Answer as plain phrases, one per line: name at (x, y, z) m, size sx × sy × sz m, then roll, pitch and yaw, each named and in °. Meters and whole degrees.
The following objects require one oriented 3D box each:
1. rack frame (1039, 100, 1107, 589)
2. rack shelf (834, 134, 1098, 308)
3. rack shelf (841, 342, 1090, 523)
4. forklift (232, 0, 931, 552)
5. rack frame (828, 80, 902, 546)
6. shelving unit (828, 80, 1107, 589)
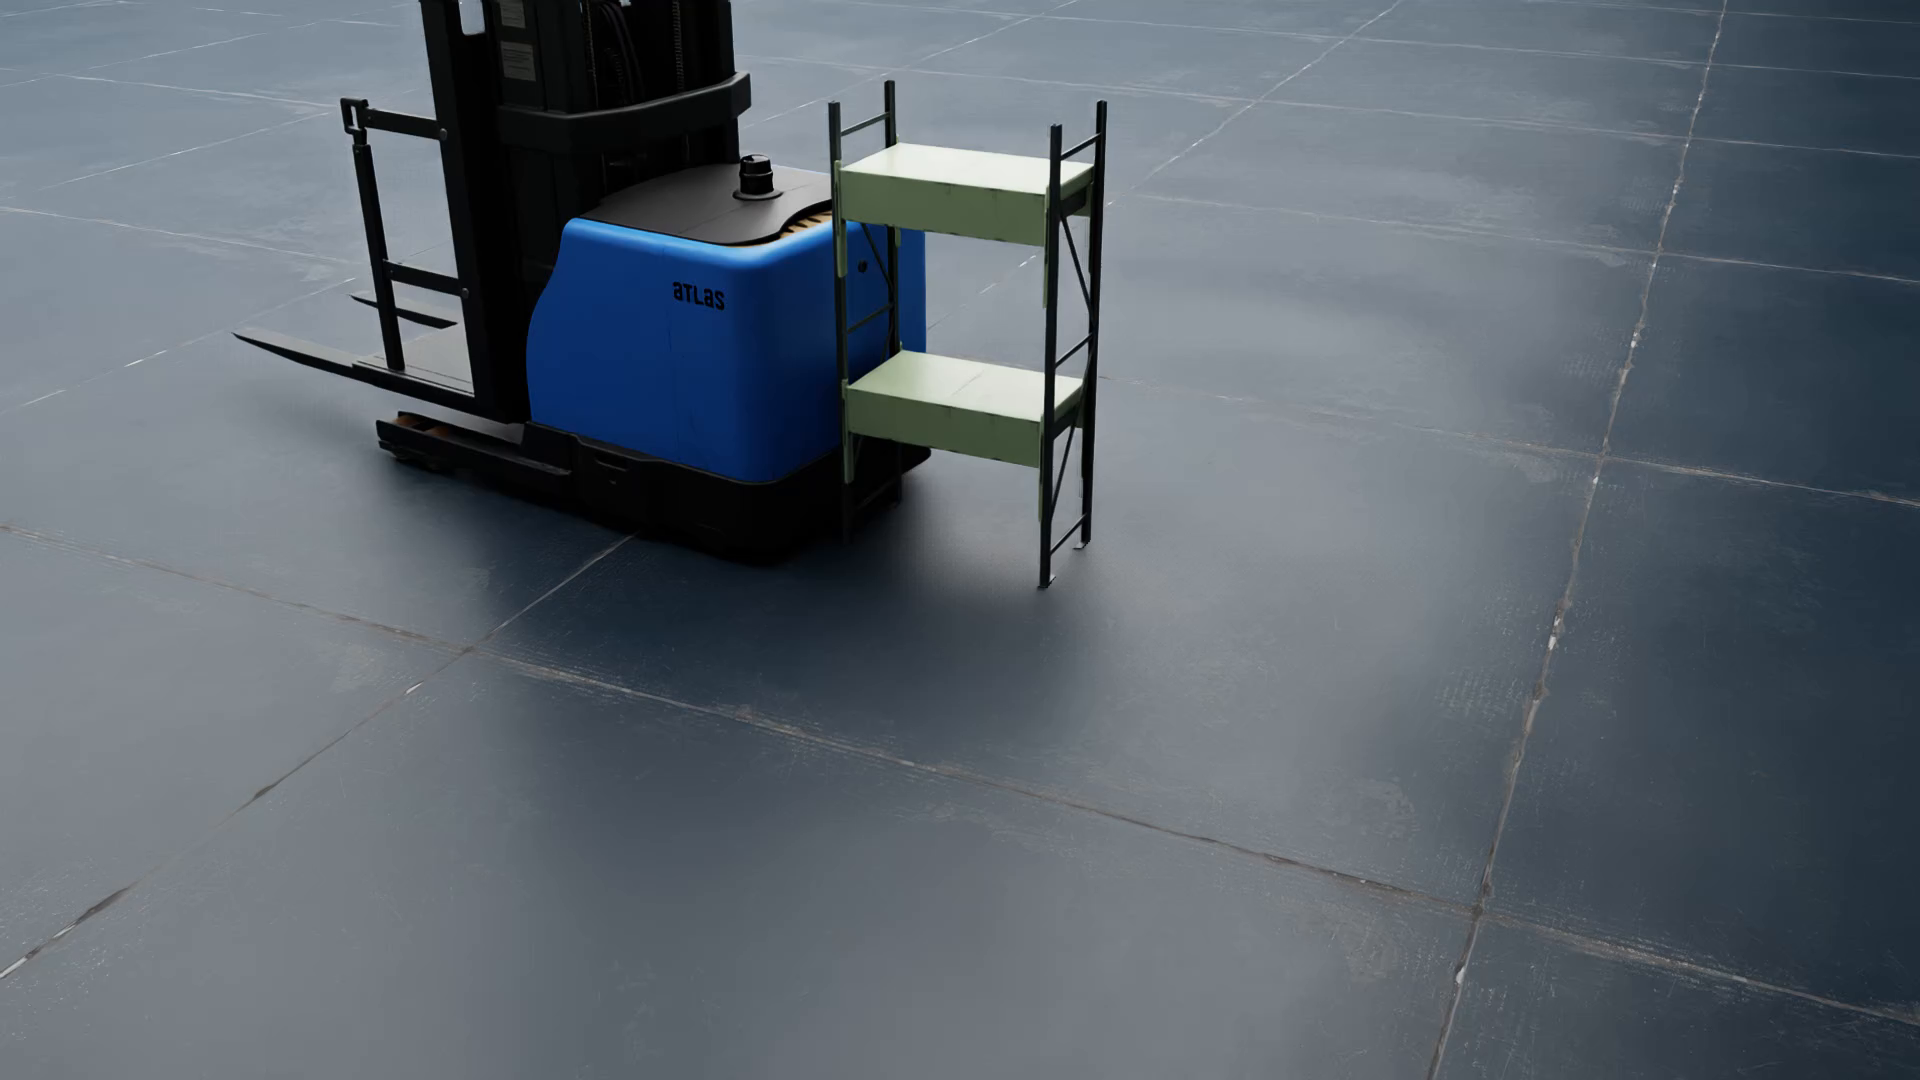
rack frame at (0.355, -0.594, 5.259) m, size 0.023 × 1.500 × 0.400 m, roll 12°, pitch 29°, yaw 23°
rack shelf at (0.025, -1.014, 5.228) m, size 0.720 × 0.370 × 0.431 m, roll 12°, pitch 29°, yaw 23°
rack shelf at (0.025, -0.371, 5.544) m, size 0.720 × 0.370 × 0.431 m, roll 12°, pitch 29°, yaw 23°
forklift at (-1.624, -1.755, 5.997) m, size 3.031 × 2.935 × 1.130 m, roll 16°, pitch 30°, yaw 29°
rack frame at (-0.305, -0.733, 5.541) m, size 0.023 × 1.500 × 0.400 m, roll 12°, pitch 29°, yaw 23°
shelving unit at (0.025, -0.664, 5.400) m, size 0.755 × 1.500 × 0.431 m, roll 12°, pitch 29°, yaw 23°
